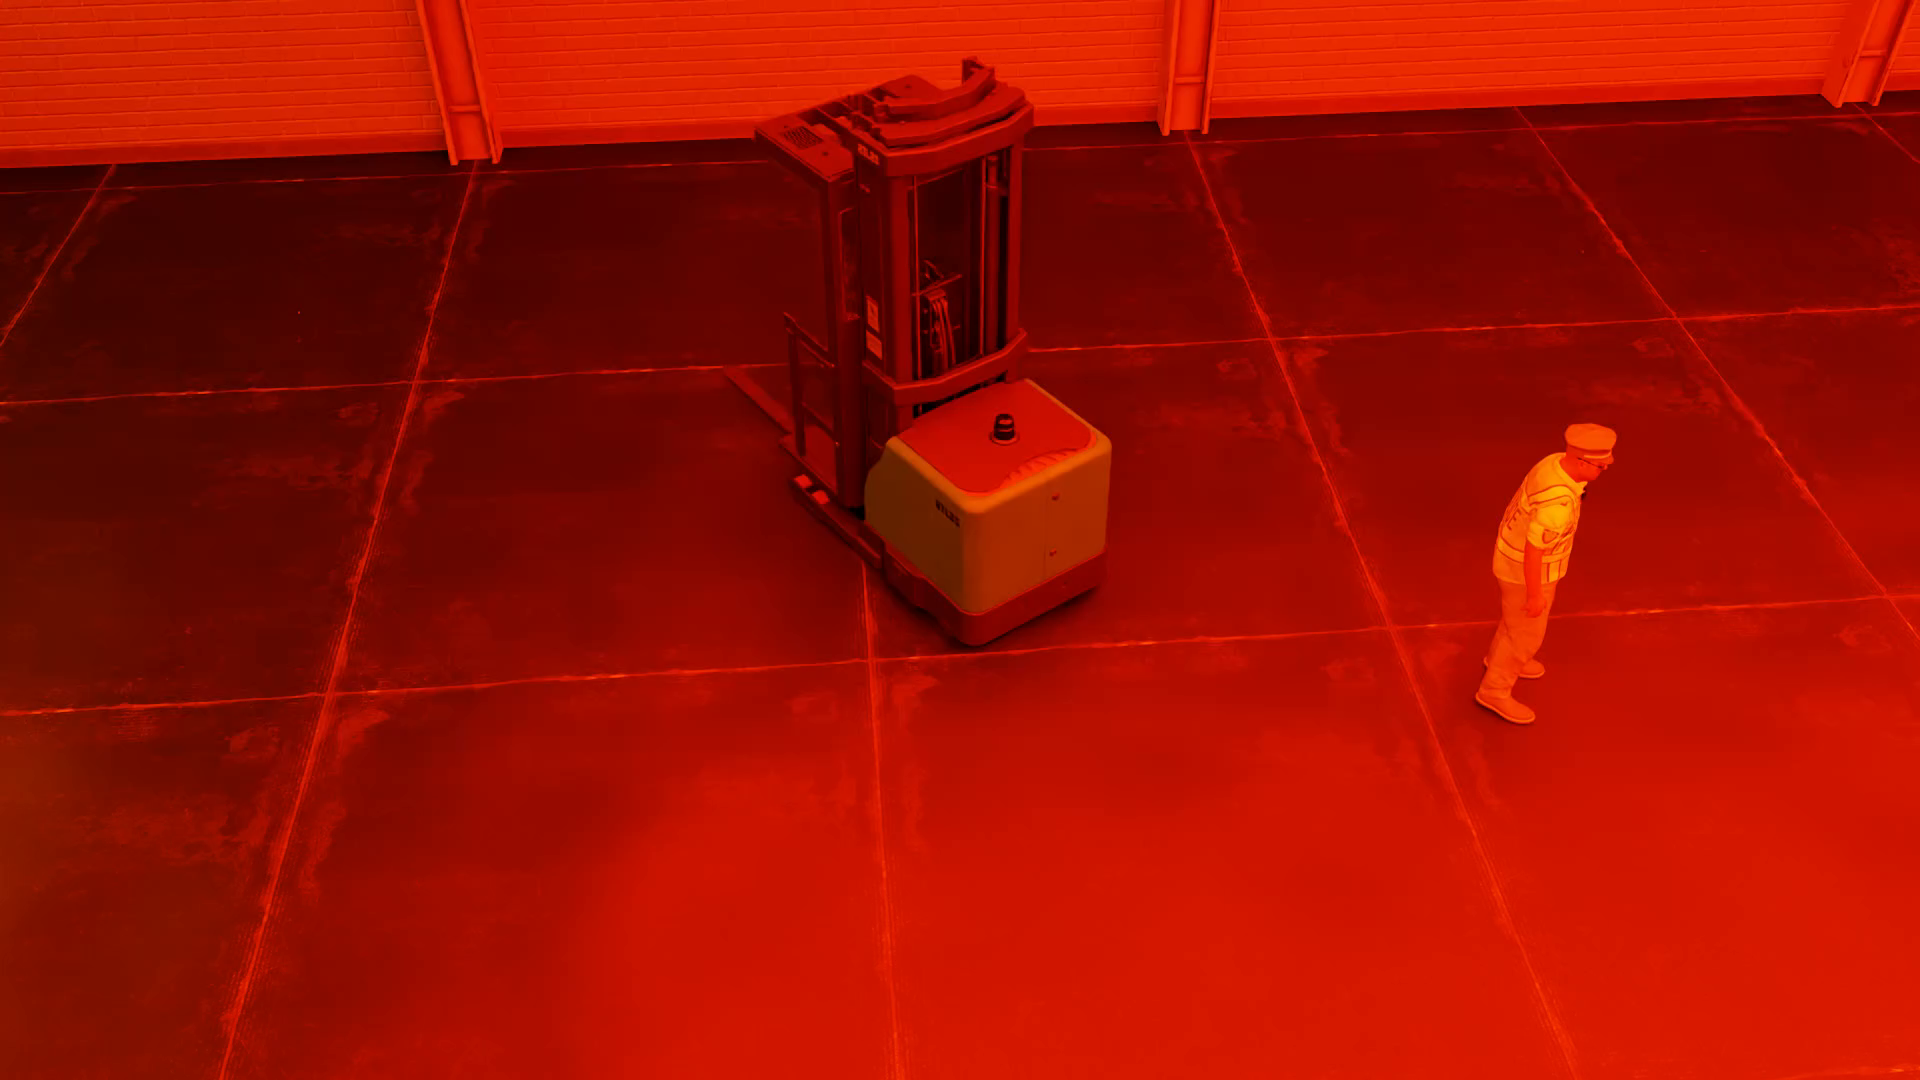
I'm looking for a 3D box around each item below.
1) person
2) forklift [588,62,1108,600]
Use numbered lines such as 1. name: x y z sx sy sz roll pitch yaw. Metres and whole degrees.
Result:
1. person: 3.008 0.129 8.697 0.443 1.747 0.596 14 42 16
2. forklift: -0.678 -1.104 9.229 3.031 2.935 1.130 1 41 1
